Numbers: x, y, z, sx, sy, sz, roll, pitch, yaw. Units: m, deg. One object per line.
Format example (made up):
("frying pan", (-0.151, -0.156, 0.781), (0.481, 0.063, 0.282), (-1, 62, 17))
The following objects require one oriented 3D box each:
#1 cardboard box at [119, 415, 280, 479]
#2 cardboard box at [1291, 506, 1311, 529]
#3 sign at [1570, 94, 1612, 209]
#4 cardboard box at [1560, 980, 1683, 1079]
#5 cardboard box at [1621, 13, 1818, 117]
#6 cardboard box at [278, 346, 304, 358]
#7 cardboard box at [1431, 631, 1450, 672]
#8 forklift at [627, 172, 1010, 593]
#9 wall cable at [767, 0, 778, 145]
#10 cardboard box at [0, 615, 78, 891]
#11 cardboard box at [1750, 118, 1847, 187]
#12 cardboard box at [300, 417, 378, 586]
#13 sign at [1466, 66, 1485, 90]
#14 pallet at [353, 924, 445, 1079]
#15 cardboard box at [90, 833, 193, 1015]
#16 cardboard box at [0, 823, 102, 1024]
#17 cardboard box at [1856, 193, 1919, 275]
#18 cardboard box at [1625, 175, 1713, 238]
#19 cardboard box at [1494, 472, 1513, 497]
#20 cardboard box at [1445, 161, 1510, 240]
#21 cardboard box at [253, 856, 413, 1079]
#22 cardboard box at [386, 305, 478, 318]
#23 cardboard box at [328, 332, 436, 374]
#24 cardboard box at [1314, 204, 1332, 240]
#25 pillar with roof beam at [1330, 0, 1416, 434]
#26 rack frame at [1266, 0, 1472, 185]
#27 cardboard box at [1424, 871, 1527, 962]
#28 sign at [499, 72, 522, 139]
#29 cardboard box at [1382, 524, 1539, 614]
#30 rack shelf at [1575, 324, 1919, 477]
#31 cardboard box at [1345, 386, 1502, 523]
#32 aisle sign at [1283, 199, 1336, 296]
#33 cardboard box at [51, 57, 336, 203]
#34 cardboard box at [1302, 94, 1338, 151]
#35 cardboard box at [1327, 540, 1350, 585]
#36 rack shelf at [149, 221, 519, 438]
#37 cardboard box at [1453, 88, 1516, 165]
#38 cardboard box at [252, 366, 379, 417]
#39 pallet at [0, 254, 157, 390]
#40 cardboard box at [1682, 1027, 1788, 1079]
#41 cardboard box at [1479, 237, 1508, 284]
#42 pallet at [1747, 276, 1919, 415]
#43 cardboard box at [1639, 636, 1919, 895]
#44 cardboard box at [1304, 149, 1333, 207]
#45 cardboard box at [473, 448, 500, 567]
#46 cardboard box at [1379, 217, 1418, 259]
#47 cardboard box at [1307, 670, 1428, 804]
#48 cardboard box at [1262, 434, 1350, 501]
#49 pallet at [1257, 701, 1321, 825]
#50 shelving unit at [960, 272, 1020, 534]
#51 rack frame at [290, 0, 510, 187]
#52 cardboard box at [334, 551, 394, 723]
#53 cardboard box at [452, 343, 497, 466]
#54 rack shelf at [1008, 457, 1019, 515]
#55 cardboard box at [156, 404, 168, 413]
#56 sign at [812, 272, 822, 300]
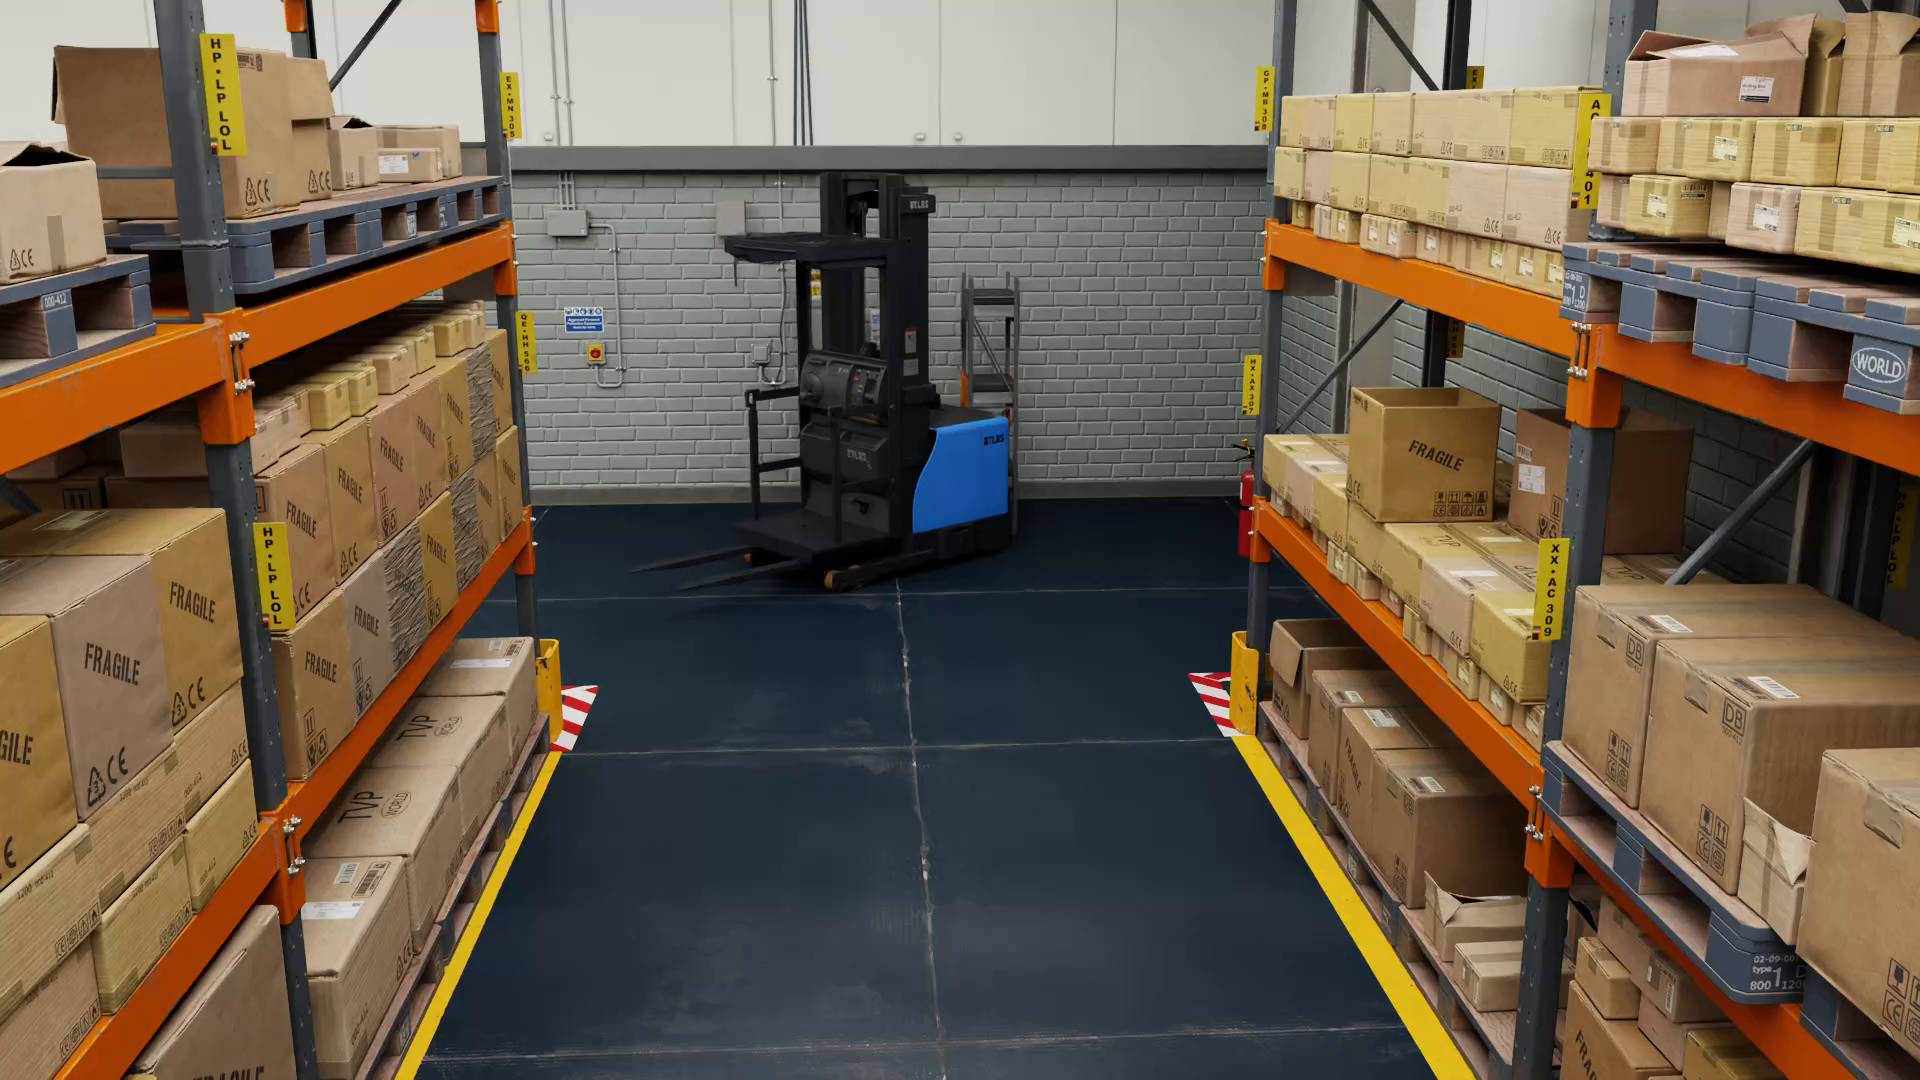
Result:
("cardboard box", (-2.335, -0.289, 5.119), (0.380, 0.149, 0.250), (-1, 14, -4))
("cardboard box", (1.941, -0.161, 8.638), (0.380, 0.149, 0.250), (-1, 14, -2))
("sign", (1.839, -1.130, 4.840), (0.100, 0.325, 0.005), (-1, 14, -3))
("cardboard box", (2.185, 1.694, 5.096), (0.500, 0.500, 0.500), (0, 14, -1))
("cardboard box", (2.050, -1.284, 4.510), (0.396, 0.266, 0.258), (-1, 14, -4))
("cardboard box", (-3.010, -0.785, 7.050), (0.380, 0.149, 0.250), (-1, 14, -3))
("cardboard box", (2.041, 0.415, 6.397), (0.380, 0.149, 0.250), (-1, 14, -2))
("forklift", (-1.027, -1.183, 12.243), (3.031, 2.935, 1.130), (-13, 19, -41))
("wall cable", (-2.705, -4.681, 13.659), (2.355, 3.000, 0.029), (-1, 14, -3))
("cardboard box", (-2.244, 0.470, 3.472), (0.500, 0.500, 0.500), (0, 14, -2))
("cardboard box", (2.064, -0.890, 3.810), (0.380, 0.149, 0.250), (-1, 14, -4))
("cardboard box", (-2.387, -0.140, 5.843), (0.500, 0.500, 0.500), (-1, 14, -4))
("sign", (2.687, -2.317, 8.714), (0.100, 0.325, 0.005), (-1, 14, -3))
("pallet", (-2.543, 1.801, 6.103), (1.003, 0.211, 1.213), (-1, 14, -3))
("cardboard box", (-2.264, 0.948, 4.124), (0.500, 0.250, 0.500), (-1, 14, -4))
("cardboard box", (-2.228, 0.830, 3.578), (0.500, 0.250, 0.500), (-1, 14, -2))
("cardboard box", (2.074, -0.622, 3.365), (0.380, 0.149, 0.250), (-1, 14, -2))
("cardboard box", (1.983, -0.874, 4.346), (0.380, 0.149, 0.250), (-1, 14, -3))
("cardboard box", (2.482, -0.141, 7.760), (0.500, 0.250, 0.500), (0, 14, -2))
("cardboard box", (2.057, -1.206, 5.879), (0.500, 0.250, 0.500), (-1, 14, -5))
("cardboard box", (-2.506, 1.520, 5.897), (0.875, 0.438, 0.875), (-1, 14, -4))
("cardboard box", (-2.560, -1.052, 8.086), (0.380, 0.149, 0.250), (-1, 14, -2))
("cardboard box", (-2.466, -0.798, 7.100), (0.380, 0.149, 0.250), (-1, 14, -2))
("cardboard box", (1.874, -1.487, 7.772), (0.380, 0.149, 0.250), (-1, 14, -2))
("pillar with roof beam", (-1.432, -3.955, 10.839), (9.100, 9.000, 0.400), (-1, 14, -3))
("rack frame", (2.132, -3.337, 8.437), (1.000, 3.000, 0.127), (-1, 14, -3))
("cardboard box", (2.030, 1.461, 6.472), (0.396, 0.266, 0.258), (0, 14, -1))
("sign", (-2.279, -2.202, 8.428), (0.100, 0.325, 0.005), (-1, 14, -3))
("cardboard box", (2.041, 0.120, 6.743), (0.500, 0.250, 0.500), (-1, 14, -4))
("rack shelf", (2.504, -0.044, 3.100), (1.077, 0.370, 4.000), (-1, 14, -3))
("cardboard box", (1.985, -0.376, 7.168), (0.500, 0.500, 0.500), (-1, 14, -2))
("aisle sign", (1.835, -1.703, 8.909), (0.394, 0.787, 0.004), (-1, 14, -3))
("cardboard box", (-2.690, -1.449, 5.867), (0.797, 0.503, 0.637), (0, 14, 1))
("cardboard box", (1.922, -1.957, 7.793), (0.500, 0.250, 0.500), (-1, 14, -4))
("cardboard box", (1.909, 0.097, 7.633), (0.380, 0.149, 0.250), (-1, 14, -5))
("rack shelf", (-2.698, -0.961, 6.665), (1.077, 0.370, 4.000), (-1, 14, -3))
("cardboard box", (2.068, -1.451, 5.827), (0.500, 0.250, 0.500), (-1, 14, -4))
("cardboard box", (-2.366, -0.544, 6.113), (0.380, 0.149, 0.250), (-1, 14, -5))
("pallet", (-2.468, -0.492, 3.783), (0.805, 0.209, 1.217), (-1, 15, -6))
("cardboard box", (2.258, 1.481, 4.623), (0.380, 0.149, 0.250), (-2, 15, -6))
("cardboard box", (2.043, -0.981, 5.802), (0.380, 0.149, 0.250), (0, 14, -2))
("pallet", (2.418, -0.377, 3.331), (1.213, 0.211, 1.003), (-1, 14, -3))
("cardboard box", (2.219, 0.564, 4.271), (0.700, 0.500, 0.500), (-1, 14, -3))
("cardboard box", (1.939, -1.715, 7.857), (0.500, 0.250, 0.500), (-1, 14, -2))
("cardboard box", (-2.512, -0.162, 7.934), (0.500, 0.500, 0.500), (-1, 14, -5))
("cardboard box", (1.938, -1.235, 6.791), (0.380, 0.149, 0.250), (-1, 14, -2))
("cardboard box", (2.090, 0.942, 8.018), (0.700, 0.500, 0.500), (0, 14, -1))
("cardboard box", (1.891, -0.386, 8.711), (0.500, 0.250, 0.500), (-1, 14, -3))
("pallet", (2.187, 1.136, 8.688), (1.003, 0.211, 1.213), (-1, 14, -3))
("shelving unit", (0.240, -1.122, 13.673), (0.431, 2.100, 0.503), (-2, 15, -7))
("rack frame", (-2.822, -3.259, 8.135), (1.000, 3.000, 0.127), (-1, 14, -3))
("cardboard box", (-2.369, 0.346, 5.960), (0.500, 0.500, 0.500), (-1, 14, -3))
("cardboard box", (-2.493, -0.641, 7.791), (0.500, 0.500, 0.500), (-1, 14, -3))
("rack shelf", (0.240, -0.431, 13.851), (0.431, 0.518, 0.480), (-2, 15, -7))
("cardboard box", (-2.824, -0.407, 5.580), (0.380, 0.149, 0.250), (-1, 14, -3))
("sign", (-1.157, -2.203, 14.411), (0.339, 0.242, 0.001), (-1, 14, -3))
